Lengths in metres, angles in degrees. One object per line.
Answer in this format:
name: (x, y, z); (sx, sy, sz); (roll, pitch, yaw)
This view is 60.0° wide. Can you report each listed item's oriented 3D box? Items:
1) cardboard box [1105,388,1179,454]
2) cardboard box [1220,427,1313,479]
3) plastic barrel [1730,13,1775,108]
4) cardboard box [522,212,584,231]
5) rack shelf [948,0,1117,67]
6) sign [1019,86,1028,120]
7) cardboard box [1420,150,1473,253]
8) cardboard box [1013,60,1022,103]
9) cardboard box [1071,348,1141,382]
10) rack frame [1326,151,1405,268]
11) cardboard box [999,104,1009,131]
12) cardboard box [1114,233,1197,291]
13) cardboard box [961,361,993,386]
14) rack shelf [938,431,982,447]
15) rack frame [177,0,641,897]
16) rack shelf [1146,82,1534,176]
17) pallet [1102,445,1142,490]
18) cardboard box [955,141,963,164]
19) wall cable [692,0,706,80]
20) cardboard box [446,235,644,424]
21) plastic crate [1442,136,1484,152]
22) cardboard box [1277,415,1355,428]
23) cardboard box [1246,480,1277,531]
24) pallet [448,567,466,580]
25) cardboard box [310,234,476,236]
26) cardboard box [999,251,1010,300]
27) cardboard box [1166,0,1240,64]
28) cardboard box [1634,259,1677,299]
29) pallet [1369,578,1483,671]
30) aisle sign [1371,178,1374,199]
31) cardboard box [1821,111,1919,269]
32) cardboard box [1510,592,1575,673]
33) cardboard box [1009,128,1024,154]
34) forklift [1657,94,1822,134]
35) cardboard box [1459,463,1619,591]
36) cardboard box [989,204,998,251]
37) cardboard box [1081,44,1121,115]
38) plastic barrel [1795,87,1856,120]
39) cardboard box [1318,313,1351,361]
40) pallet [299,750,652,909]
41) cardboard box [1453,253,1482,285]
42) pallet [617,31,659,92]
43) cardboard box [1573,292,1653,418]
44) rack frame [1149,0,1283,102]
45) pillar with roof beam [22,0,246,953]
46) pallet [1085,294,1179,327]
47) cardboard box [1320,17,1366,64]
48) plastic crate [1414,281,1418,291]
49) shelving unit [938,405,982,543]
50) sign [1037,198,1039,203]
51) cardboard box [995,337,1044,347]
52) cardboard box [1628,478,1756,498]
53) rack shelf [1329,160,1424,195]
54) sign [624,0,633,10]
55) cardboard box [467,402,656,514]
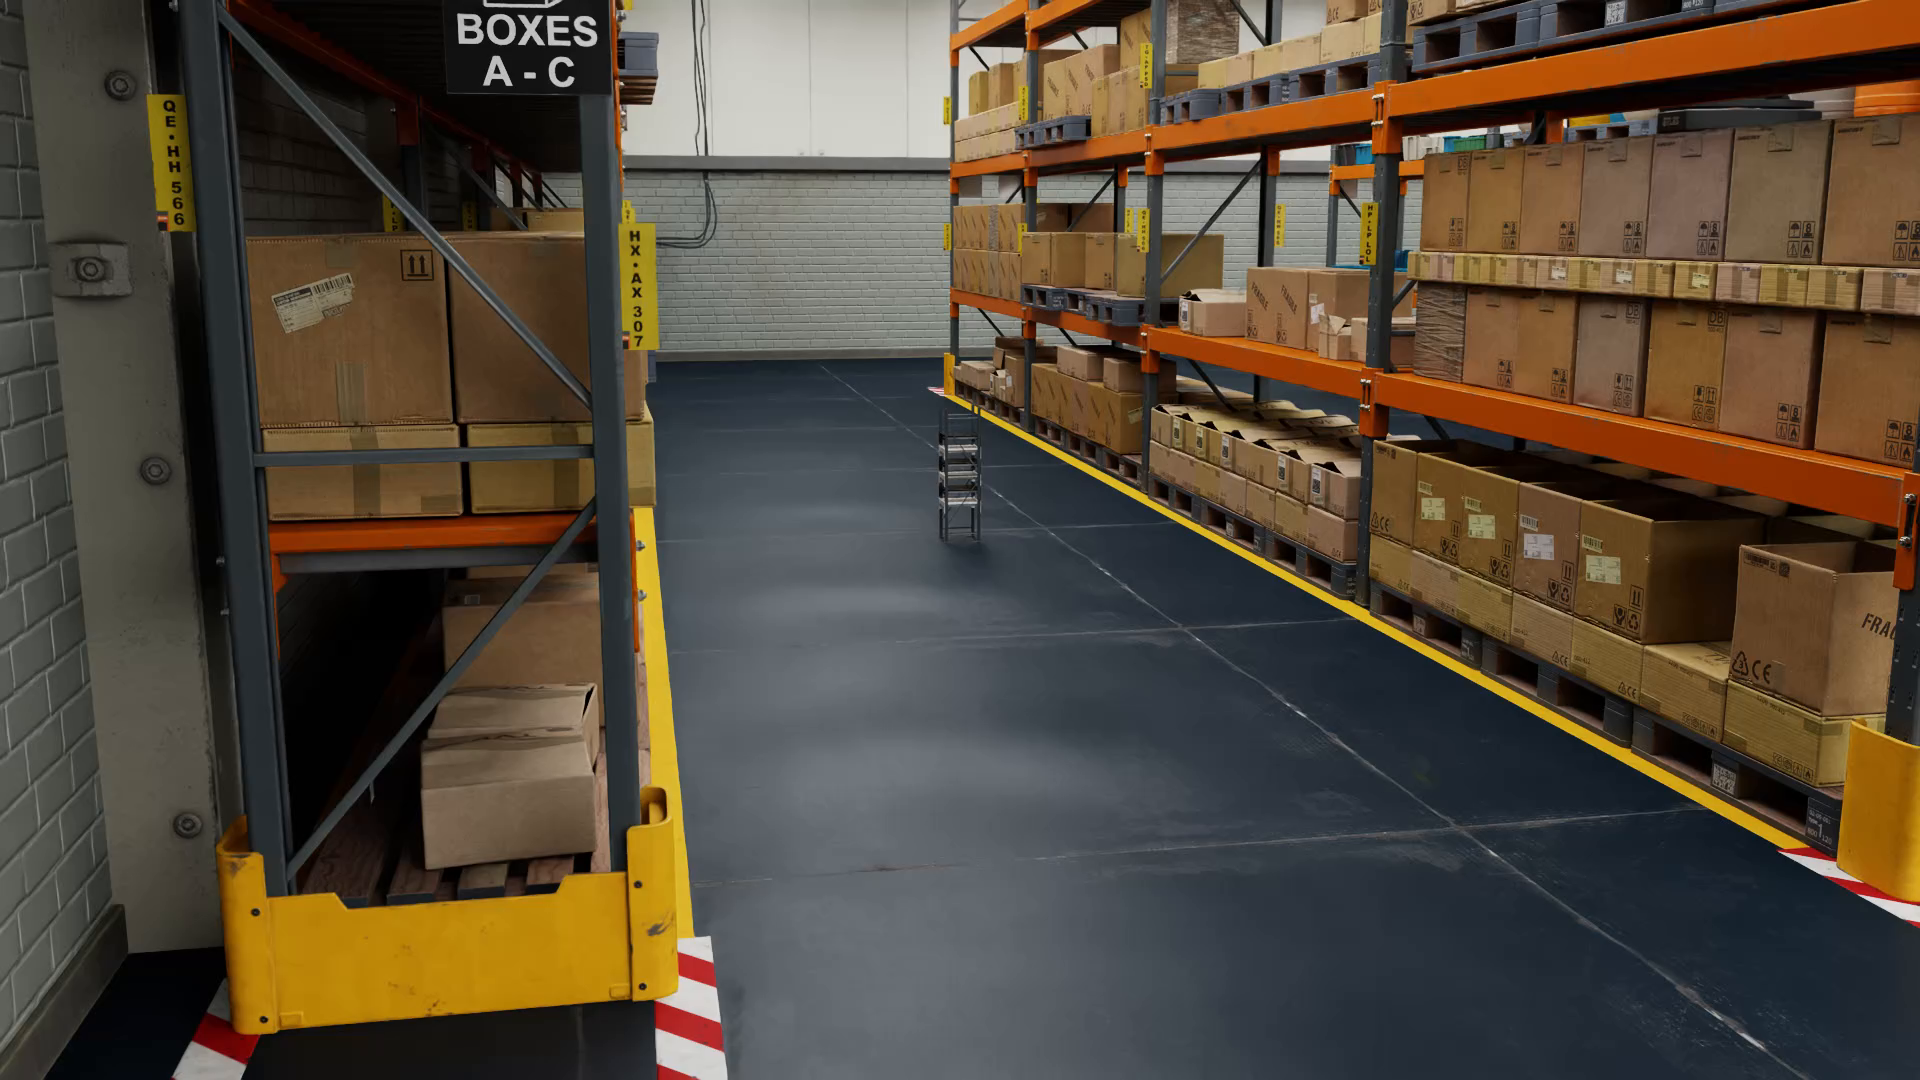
cardboard box: (1.524, -1.010, 13.988); (0.500, 0.500, 0.500); (-2, 11, -9)
cardboard box: (2.058, -0.599, 11.051); (0.500, 0.311, 0.500); (-2, 11, -12)
plastic barrel: (6.688, -4.033, 14.069); (0.600, 0.830, 0.708); (-2, 11, -11)
cardboard box: (-2.749, -2.141, 11.243); (0.380, 0.149, 0.250); (-4, 12, -21)
rack shelf: (0.769, -5.551, 18.227); (1.077, 0.370, 4.000); (-2, 11, -11)
sign: (0.627, -4.299, 16.353); (0.100, 0.325, 0.005); (-2, 11, -11)
cardboard box: (2.806, -1.730, 8.527); (0.700, 0.500, 0.500); (-2, 11, -11)
cardboard box: (0.964, -4.882, 17.860); (0.700, 0.500, 0.500); (-2, 11, -11)
cardboard box: (1.305, -1.576, 14.956); (0.500, 0.250, 0.500); (-2, 11, -12)
rack frame: (5.239, -3.505, 21.590); (1.000, 3.000, 0.127); (-2, 11, -11)
cardboard box: (0.703, -4.409, 17.379); (0.500, 0.250, 0.500); (-2, 11, -11)
cardboard box: (1.712, -2.400, 14.393); (0.700, 0.500, 0.500); (0, 11, 0)
cardboard box: (0.305, -1.989, 19.803); (0.500, 0.250, 0.500); (-2, 11, -11)
rack shelf: (-0.002, -0.676, 11.076); (0.258, 0.077, 0.200); (-2, 11, -11)
rack frame: (-1.367, -0.210, 4.280); (1.000, 3.000, 0.127); (-2, 11, -11)
rack shelf: (2.325, -2.612, 10.798); (1.077, 0.370, 4.000); (-2, 11, -11)
pallet: (1.828, -0.627, 13.926); (1.003, 0.211, 1.213); (-2, 11, -11)
cardboard box: (0.230, -4.622, 19.837); (0.500, 0.250, 0.500); (-2, 11, -11)
wall cable: (-2.574, -8.196, 24.990); (3.097, 2.526, 0.112); (-2, 11, -11)
cardboard box: (-1.165, -0.613, 4.739); (0.500, 0.500, 0.500); (-2, 11, -11)
plastic crate: (5.527, -4.318, 18.287); (0.416, 0.233, 0.300); (-2, 11, -11)
cardboard box: (2.482, -0.715, 11.660); (0.500, 0.311, 0.500); (-2, 11, -11)
cardboard box: (2.152, -0.233, 10.627); (0.500, 0.250, 0.500); (-2, 11, -10)
pallet: (-2.297, 0.283, 9.145); (1.003, 0.211, 1.213); (-2, 11, -11)
cardboard box: (-1.755, -0.686, 5.122); (0.500, 0.500, 0.500); (-2, 11, -10)
cardboard box: (0.707, -2.818, 17.713); (0.500, 0.500, 0.500); (-2, 11, -9)
cardboard box: (1.857, -3.953, 12.977); (0.500, 0.500, 0.500); (-2, 11, -11)
cardboard box: (2.977, -1.060, 6.739); (0.380, 0.149, 0.250); (-2, 11, -9)
pallet: (2.827, 0.392, 8.571); (1.003, 0.211, 1.213); (-2, 11, -11)
aisle sign: (5.513, -4.806, 21.472); (0.394, 0.787, 0.004); (-2, 11, -11)
cardboard box: (3.403, -1.173, 5.602); (0.700, 0.500, 0.500); (-2, 11, -11)
cardboard box: (2.794, 0.391, 7.351); (0.500, 0.250, 0.500); (-2, 11, -11)
cardboard box: (0.802, -4.072, 16.944); (0.500, 0.250, 0.500); (-2, 11, -11)
forklift: (4.849, -1.516, 11.324); (1.130, 2.935, 3.031); (-2, 11, -8)
cardboard box: (2.692, -0.069, 7.762); (0.500, 0.500, 0.500); (-2, 11, -11)
cardboard box: (0.605, -3.402, 18.107); (0.500, 0.500, 0.500); (-2, 11, -11)
cardboard box: (1.446, -4.031, 14.670); (0.600, 0.600, 0.600); (-3, 11, -13)
plastic barrel: (6.742, -3.599, 12.721); (0.600, 0.901, 0.600); (0, 11, 0)
cardboard box: (2.363, -1.213, 9.909); (0.396, 0.266, 0.258); (-2, 11, -12)
pallet: (-1.505, 0.995, 5.403); (1.003, 0.211, 1.213); (-2, 11, -11)
cardboard box: (2.677, -1.343, 8.228); (0.380, 0.149, 0.250); (-2, 11, -13)
pallet: (-2.160, -2.442, 8.486); (1.213, 0.211, 1.003); (-2, 11, -11)
cardboard box: (3.110, -0.810, 7.164); (0.700, 0.500, 0.500); (-2, 11, -9)
rack frame: (1.936, -4.806, 12.378); (1.000, 3.000, 0.127); (-2, 11, -11)
pillar with roof beam: (1.872, -3.411, 5.051); (9.100, 9.000, 0.400); (-2, 11, -11)
pallet: (1.735, -1.886, 13.596); (1.213, 0.211, 1.003); (-2, 11, -11)
cardboard box: (2.494, -2.945, 9.903); (0.500, 0.250, 0.500); (-3, 11, -17)
plastic crate: (5.384, -2.980, 19.375); (0.293, 0.136, 0.466); (-2, 11, -11)
shelving unit: (-0.002, -0.444, 11.120); (0.258, 0.900, 0.210); (-2, 11, -11)
sign: (0.928, -4.066, 20.596); (0.100, 0.325, 0.005); (-2, 11, -11)
cardboard box: (0.727, -2.223, 20.363); (0.500, 0.500, 0.500); (-2, 11, -11)
cardboard box: (3.317, 0.003, 7.383); (0.500, 0.500, 0.500); (-2, 11, -11)
rack shelf: (5.628, -4.259, 19.450); (1.077, 0.370, 4.000); (-2, 11, -11)
sign: (-1.614, -2.693, 7.916); (0.100, 0.325, 0.005); (-2, 11, -11)
cardboard box: (-1.150, -0.248, 4.823); (0.500, 0.250, 0.500); (-2, 11, -13)
